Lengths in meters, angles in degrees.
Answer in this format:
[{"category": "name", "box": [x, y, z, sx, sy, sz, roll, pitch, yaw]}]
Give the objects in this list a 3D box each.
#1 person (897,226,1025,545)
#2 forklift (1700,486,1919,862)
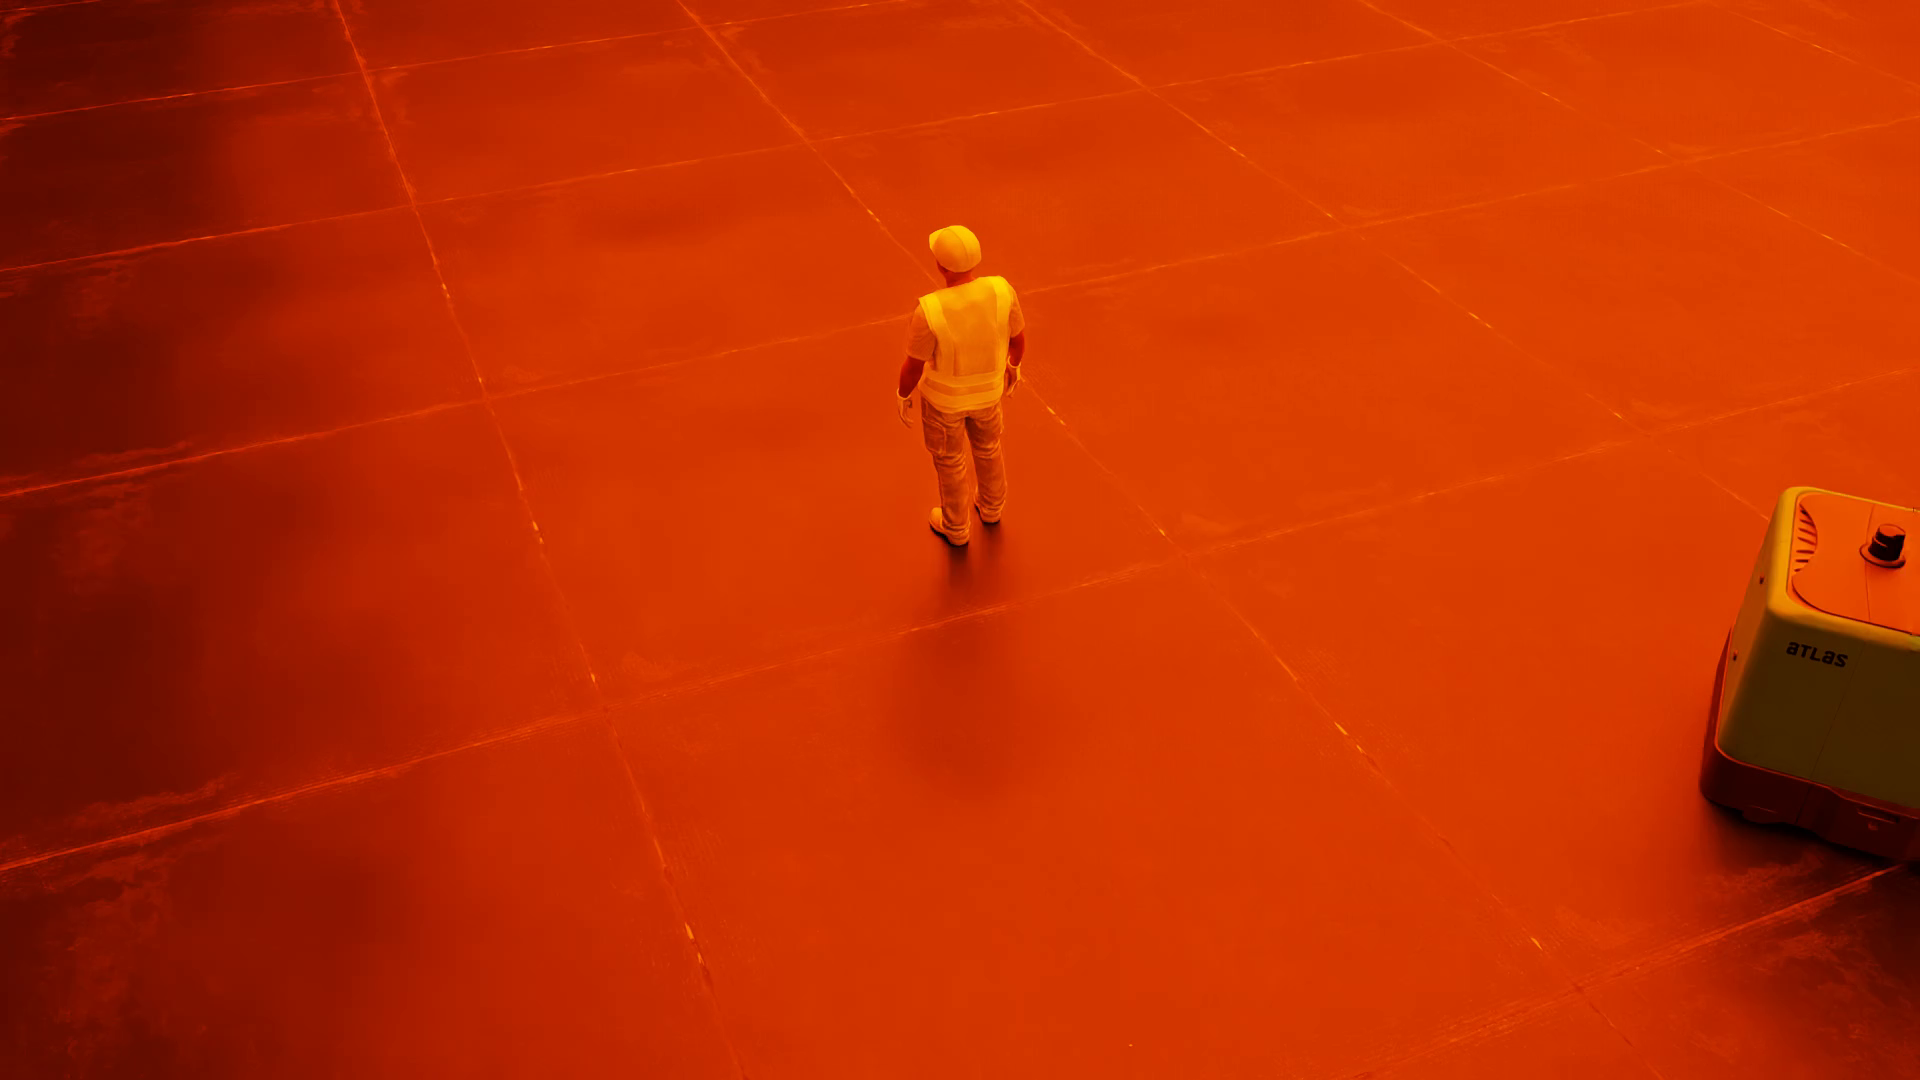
[{"category": "person", "box": [-0.020, -0.773, 8.163, 0.656, 1.782, 0.577, -14, 38, -19]}, {"category": "forklift", "box": [4.689, 0.045, 6.036, 3.031, 2.935, 1.130, 15, 38, 20]}]
